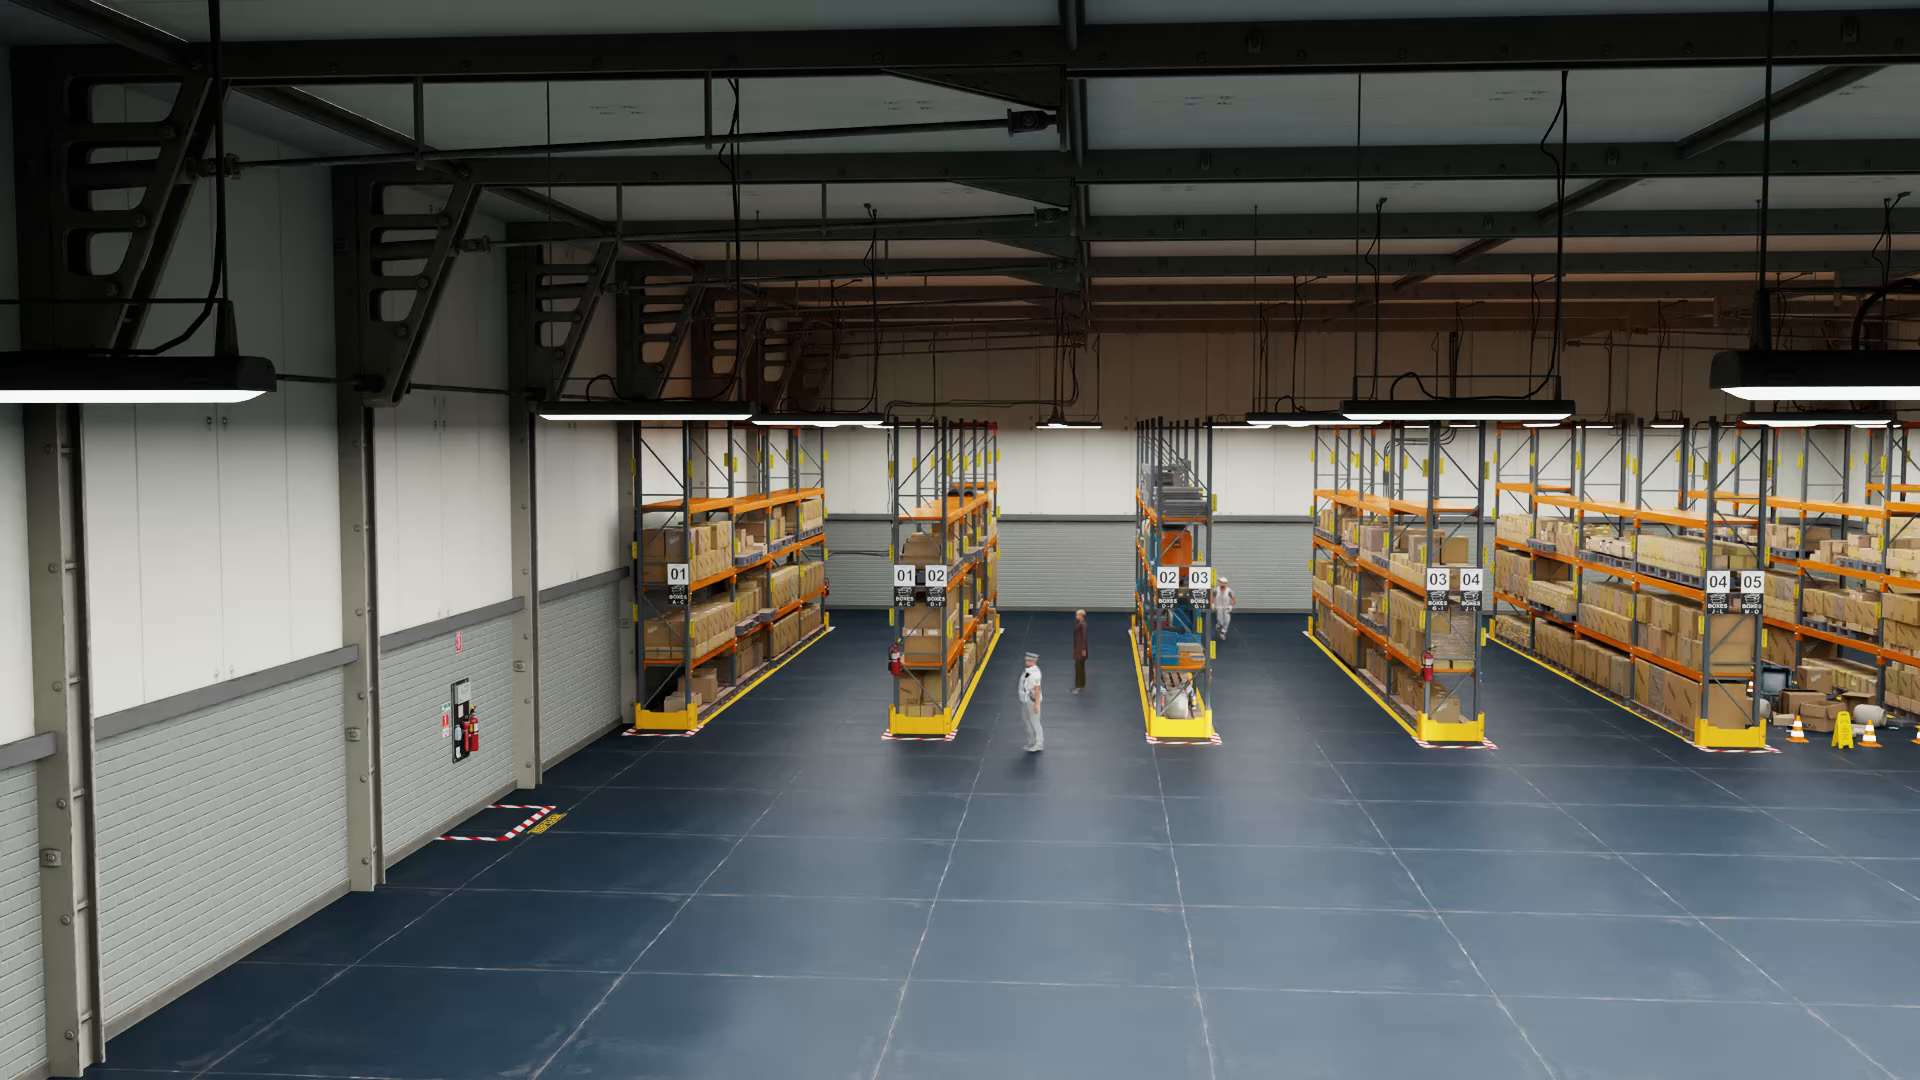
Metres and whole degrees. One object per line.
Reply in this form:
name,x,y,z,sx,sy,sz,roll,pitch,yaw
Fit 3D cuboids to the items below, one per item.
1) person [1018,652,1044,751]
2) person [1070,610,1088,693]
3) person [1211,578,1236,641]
person,1.263,2.908,29.795,0.421,1.805,0.674,-2,4,-22
person,2.622,2.452,36.656,0.391,1.827,0.675,0,4,-1
person,7.224,1.890,45.587,0.624,1.735,0.604,-1,4,-10
